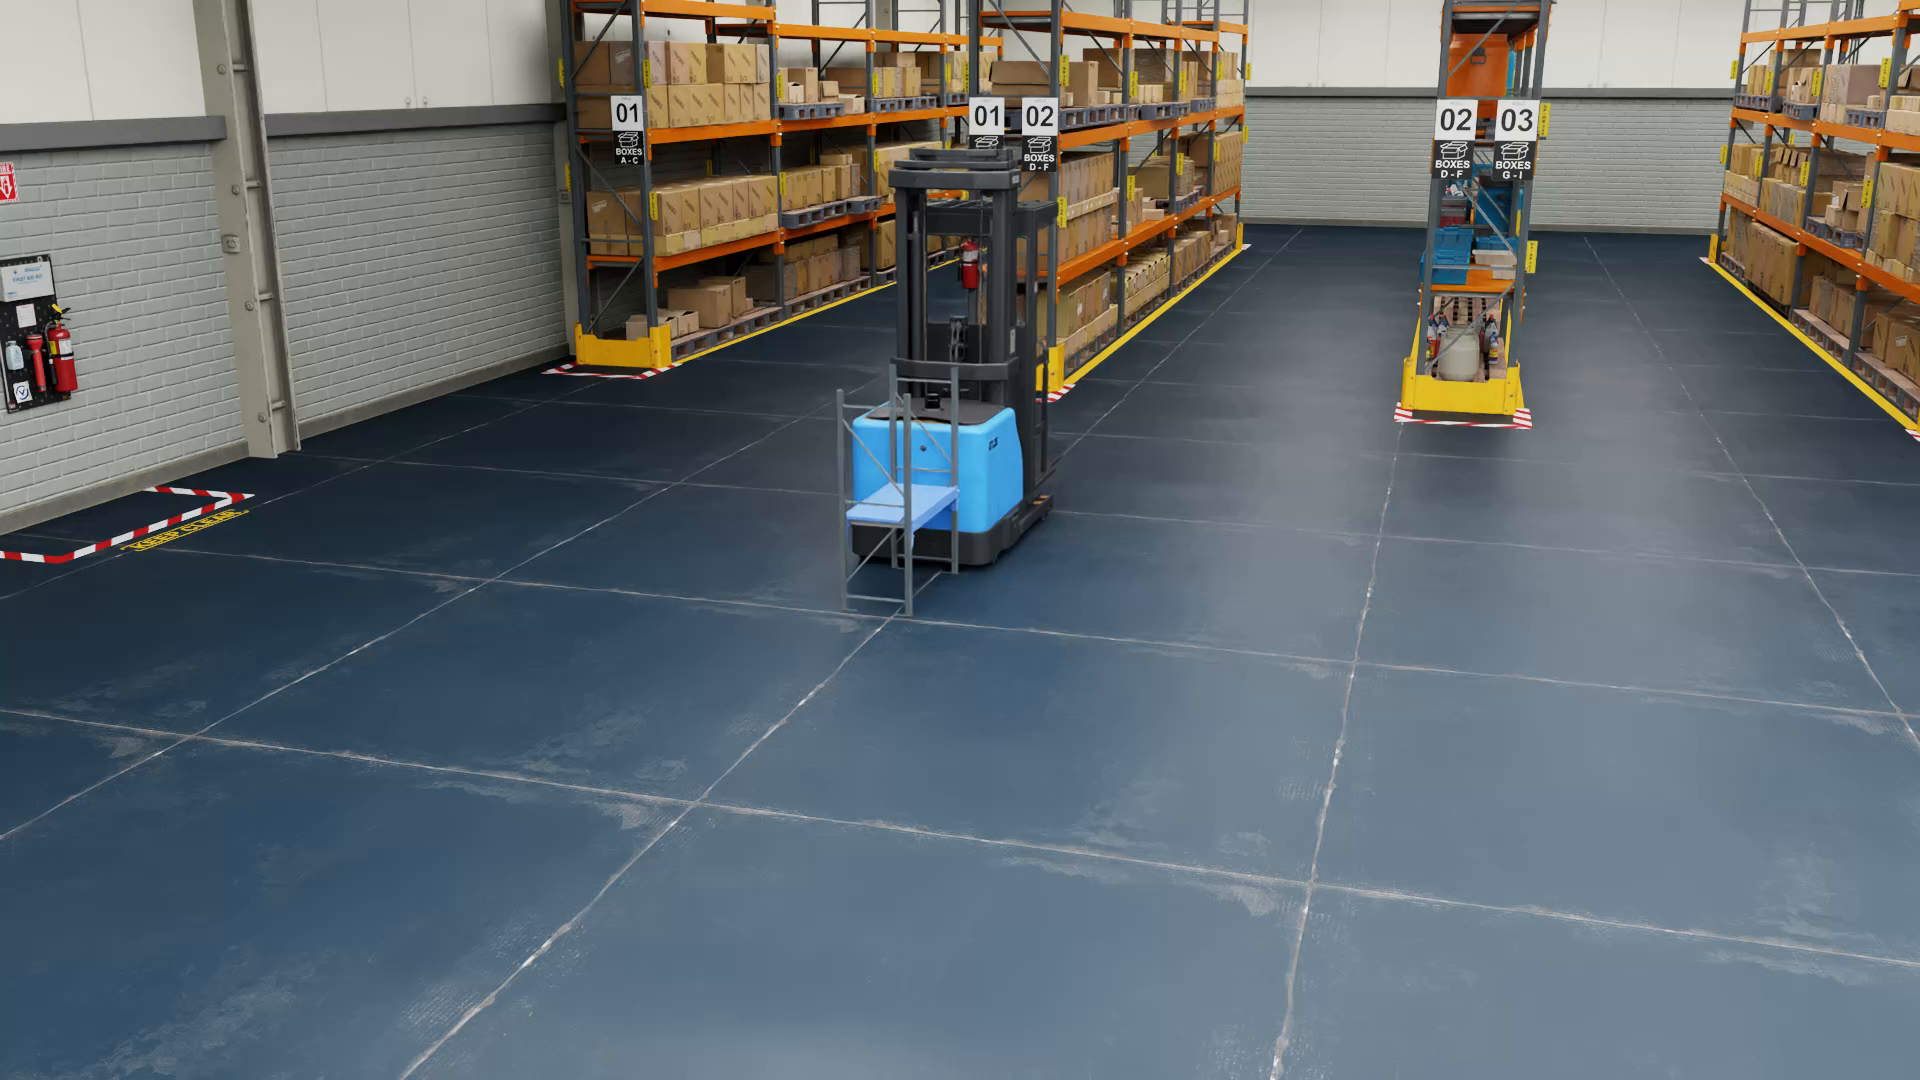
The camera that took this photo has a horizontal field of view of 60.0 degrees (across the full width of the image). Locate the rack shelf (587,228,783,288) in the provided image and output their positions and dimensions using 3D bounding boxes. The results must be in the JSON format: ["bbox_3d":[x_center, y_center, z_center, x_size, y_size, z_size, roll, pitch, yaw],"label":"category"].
[{"bbox_3d":[-3.589,-3.766,21.927,1.077,0.370,4.000,5,16,16],"label":"rack shelf"}]

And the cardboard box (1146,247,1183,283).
[{"bbox_3d":[3.270,-4.404,26.635,0.500,0.500,0.500,5,17,18],"label":"cardboard box"}]

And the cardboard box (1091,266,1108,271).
[{"bbox_3d":[1.856,-3.796,23.957,0.500,0.311,0.500,5,16,16],"label":"cardboard box"}]

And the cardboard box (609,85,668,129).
[{"bbox_3d":[-3.822,-5.157,19.798,0.500,0.500,0.500,5,17,17],"label":"cardboard box"}]

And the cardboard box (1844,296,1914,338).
[{"bbox_3d":[11.576,-2.774,20.887,0.700,0.500,0.500,5,16,16],"label":"cardboard box"}]

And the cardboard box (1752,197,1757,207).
[{"bbox_3d":[13.273,-5.560,27.395,0.380,0.149,0.250,5,17,16],"label":"cardboard box"}]

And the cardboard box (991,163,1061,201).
[{"bbox_3d":[0.753,-4.012,18.918,0.700,0.500,0.500,5,16,16],"label":"cardboard box"}]

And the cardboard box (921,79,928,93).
[{"bbox_3d":[-0.777,-8.546,31.288,0.500,0.250,0.500,5,17,16],"label":"cardboard box"}]

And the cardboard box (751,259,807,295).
[{"bbox_3d":[-2.729,-3.977,25.128,0.700,0.500,0.500,4,16,15],"label":"cardboard box"}]

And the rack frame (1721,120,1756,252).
[{"bbox_3d":[14.640,-6.622,30.678,0.949,2.616,0.053,5,16,16],"label":"rack frame"}]

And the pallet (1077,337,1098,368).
[{"bbox_3d":[1.119,-2.385,20.852,1.003,0.211,1.213,5,16,16],"label":"pallet"}]

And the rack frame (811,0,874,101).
[{"bbox_3d":[-1.884,-8.568,26.544,1.000,3.000,0.127,5,16,16],"label":"rack frame"}]

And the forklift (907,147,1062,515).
[{"bbox_3d":[0.134,-1.588,13.057,1.121,2.935,3.031,5,17,17],"label":"forklift"}]

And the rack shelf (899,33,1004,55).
[{"bbox_3d":[-0.179,-9.599,32.231,1.077,0.370,4.000,5,16,16],"label":"rack shelf"}]

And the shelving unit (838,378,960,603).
[{"bbox_3d":[-0.407,-0.363,11.359,0.538,1.308,1.030,5,17,17],"label":"shelving unit"}]

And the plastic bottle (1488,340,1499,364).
[{"bbox_3d":[6.155,-2.169,19.175,0.097,0.271,0.097,0,16,0],"label":"plastic bottle"}]

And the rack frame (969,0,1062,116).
[{"bbox_3d":[0.593,-6.091,17.814,1.000,3.000,0.127,5,16,16],"label":"rack frame"}]

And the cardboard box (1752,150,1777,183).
[{"bbox_3d":[13.375,-6.148,27.364,0.500,0.500,0.500,5,17,17],"label":"cardboard box"}]

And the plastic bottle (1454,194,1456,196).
[{"bbox_3d":[7.836,-5.332,26.345,0.061,0.283,0.133,5,16,16],"label":"plastic bottle"}]

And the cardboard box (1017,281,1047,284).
[{"bbox_3d":[0.874,-3.002,20.812,0.500,0.500,0.500,5,16,16],"label":"cardboard box"}]

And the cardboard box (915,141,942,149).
[{"bbox_3d":[-0.635,-7.147,30.392,0.500,0.250,0.500,5,17,17],"label":"cardboard box"}]

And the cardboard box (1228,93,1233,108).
[{"bbox_3d":[4.807,-8.216,31.076,0.500,0.250,0.500,5,16,16],"label":"cardboard box"}]

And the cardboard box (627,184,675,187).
[{"bbox_3d":[10.083,-5.307,24.195,26.022,0.889,13.577,4,16,14],"label":"cardboard box"}]

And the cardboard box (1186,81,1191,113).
[{"bbox_3d":[3.251,-7.176,26.951,0.910,0.500,0.500,5,16,16],"label":"cardboard box"}]

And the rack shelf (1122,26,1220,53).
[{"bbox_3d":[3.435,-8.169,27.191,1.077,0.370,4.000,5,16,16],"label":"rack shelf"}]

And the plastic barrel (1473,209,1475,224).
[{"bbox_3d":[7.408,-4.571,23.243,0.421,0.512,0.421,0,16,0],"label":"plastic barrel"}]

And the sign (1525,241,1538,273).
[{"bbox_3d":[5.868,-2.910,17.083,0.100,0.325,0.005,5,16,16],"label":"sign"}]

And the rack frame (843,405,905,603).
[{"bbox_3d":[-0.556,-0.230,10.892,0.475,1.308,0.013,5,17,17],"label":"rack frame"}]

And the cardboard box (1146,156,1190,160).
[{"bbox_3d":[3.654,-6.488,29.255,0.700,0.500,0.500,-1,16,-3],"label":"cardboard box"}]

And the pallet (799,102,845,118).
[{"bbox_3d":[-2.451,-6.412,24.787,1.213,0.211,1.003,5,16,16],"label":"pallet"}]

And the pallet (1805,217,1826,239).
[{"bbox_3d":[12.263,-4.242,22.640,1.213,0.211,1.003,5,16,16],"label":"pallet"}]

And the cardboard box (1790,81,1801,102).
[{"bbox_3d":[13.102,-6.898,25.548,0.500,0.311,0.500,4,16,14],"label":"cardboard box"}]

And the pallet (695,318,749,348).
[{"bbox_3d":[-3.522,-2.795,22.296,1.003,0.211,1.213,5,16,16],"label":"pallet"}]

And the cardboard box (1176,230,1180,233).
[{"bbox_3d":[3.632,-5.246,29.603,0.500,0.500,0.500,4,16,13],"label":"cardboard box"}]

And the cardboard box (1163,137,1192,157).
[{"bbox_3d":[3.899,-7.026,30.089,0.500,0.500,0.500,5,17,16],"label":"cardboard box"}]

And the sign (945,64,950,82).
[{"bbox_3d":[-0.224,-8.532,30.390,0.100,0.325,0.005,5,16,16],"label":"sign"}]

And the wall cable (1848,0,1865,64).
[{"bbox_3d":[19.549,-12.268,33.695,2.277,5.999,0.120,5,16,16],"label":"wall cable"}]

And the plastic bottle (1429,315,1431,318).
[{"bbox_3d":[5.967,-2.716,21.103,0.097,0.271,0.097,0,16,0],"label":"plastic bottle"}]

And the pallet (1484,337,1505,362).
[{"bbox_3d":[6.247,-2.353,20.737,1.003,0.211,1.213,5,16,16],"label":"pallet"}]

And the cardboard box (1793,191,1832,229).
[{"bbox_3d":[12.266,-4.725,23.809,0.500,0.500,0.500,5,17,18],"label":"cardboard box"}]

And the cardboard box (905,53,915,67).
[{"bbox_3d":[-1.123,-8.571,29.691,0.500,0.250,0.500,6,17,20],"label":"cardboard box"}]

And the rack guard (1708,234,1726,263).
[{"bbox_3d":[14.644,-5.426,31.042,1.175,0.500,0.348,5,16,16],"label":"rack guard"}]

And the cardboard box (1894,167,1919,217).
[{"bbox_3d":[10.572,-3.795,18.152,0.500,0.500,0.500,5,16,16],"label":"cardboard box"}]

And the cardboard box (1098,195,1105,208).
[{"bbox_3d":[1.640,-4.322,21.198,0.380,0.149,0.250,5,16,16],"label":"cardboard box"}]

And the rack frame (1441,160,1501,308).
[{"bbox_3d":[7.615,-4.913,24.654,1.000,3.000,0.127,5,16,16],"label":"rack frame"}]

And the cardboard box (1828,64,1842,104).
[{"bbox_3d":[11.836,-6.025,21.979,0.500,0.500,0.500,5,17,16],"label":"cardboard box"}]

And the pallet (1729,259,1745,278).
[{"bbox_3d":[14.136,-4.747,29.179,1.003,0.211,1.213,5,16,16],"label":"pallet"}]

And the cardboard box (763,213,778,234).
[{"bbox_3d":[-2.864,-4.425,23.171,0.500,0.250,0.500,5,16,16],"label":"cardboard box"}]

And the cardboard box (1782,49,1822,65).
[{"bbox_3d":[13.774,-7.923,27.259,0.500,0.250,0.500,4,16,12],"label":"cardboard box"}]

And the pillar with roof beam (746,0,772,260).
[{"bbox_3d":[1.045,-7.961,24.405,9.100,9.000,0.400,5,16,16],"label":"pillar with roof beam"}]

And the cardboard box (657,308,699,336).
[{"bbox_3d":[-3.712,-2.830,21.430,0.500,0.311,0.500,6,17,20],"label":"cardboard box"}]

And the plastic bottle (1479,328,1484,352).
[{"bbox_3d":[6.273,-2.412,20.007,0.061,0.283,0.133,5,16,16],"label":"plastic bottle"}]

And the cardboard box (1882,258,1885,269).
[{"bbox_3d":[10.687,-3.131,18.830,0.380,0.149,0.250,5,16,16],"label":"cardboard box"}]

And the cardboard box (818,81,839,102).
[{"bbox_3d":[-2.341,-6.852,25.766,0.797,0.503,0.637,7,17,24],"label":"cardboard box"}]

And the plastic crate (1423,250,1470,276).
[{"bbox_3d":[5.387,-3.072,18.436,0.499,0.251,0.408,5,16,16],"label":"plastic crate"}]
